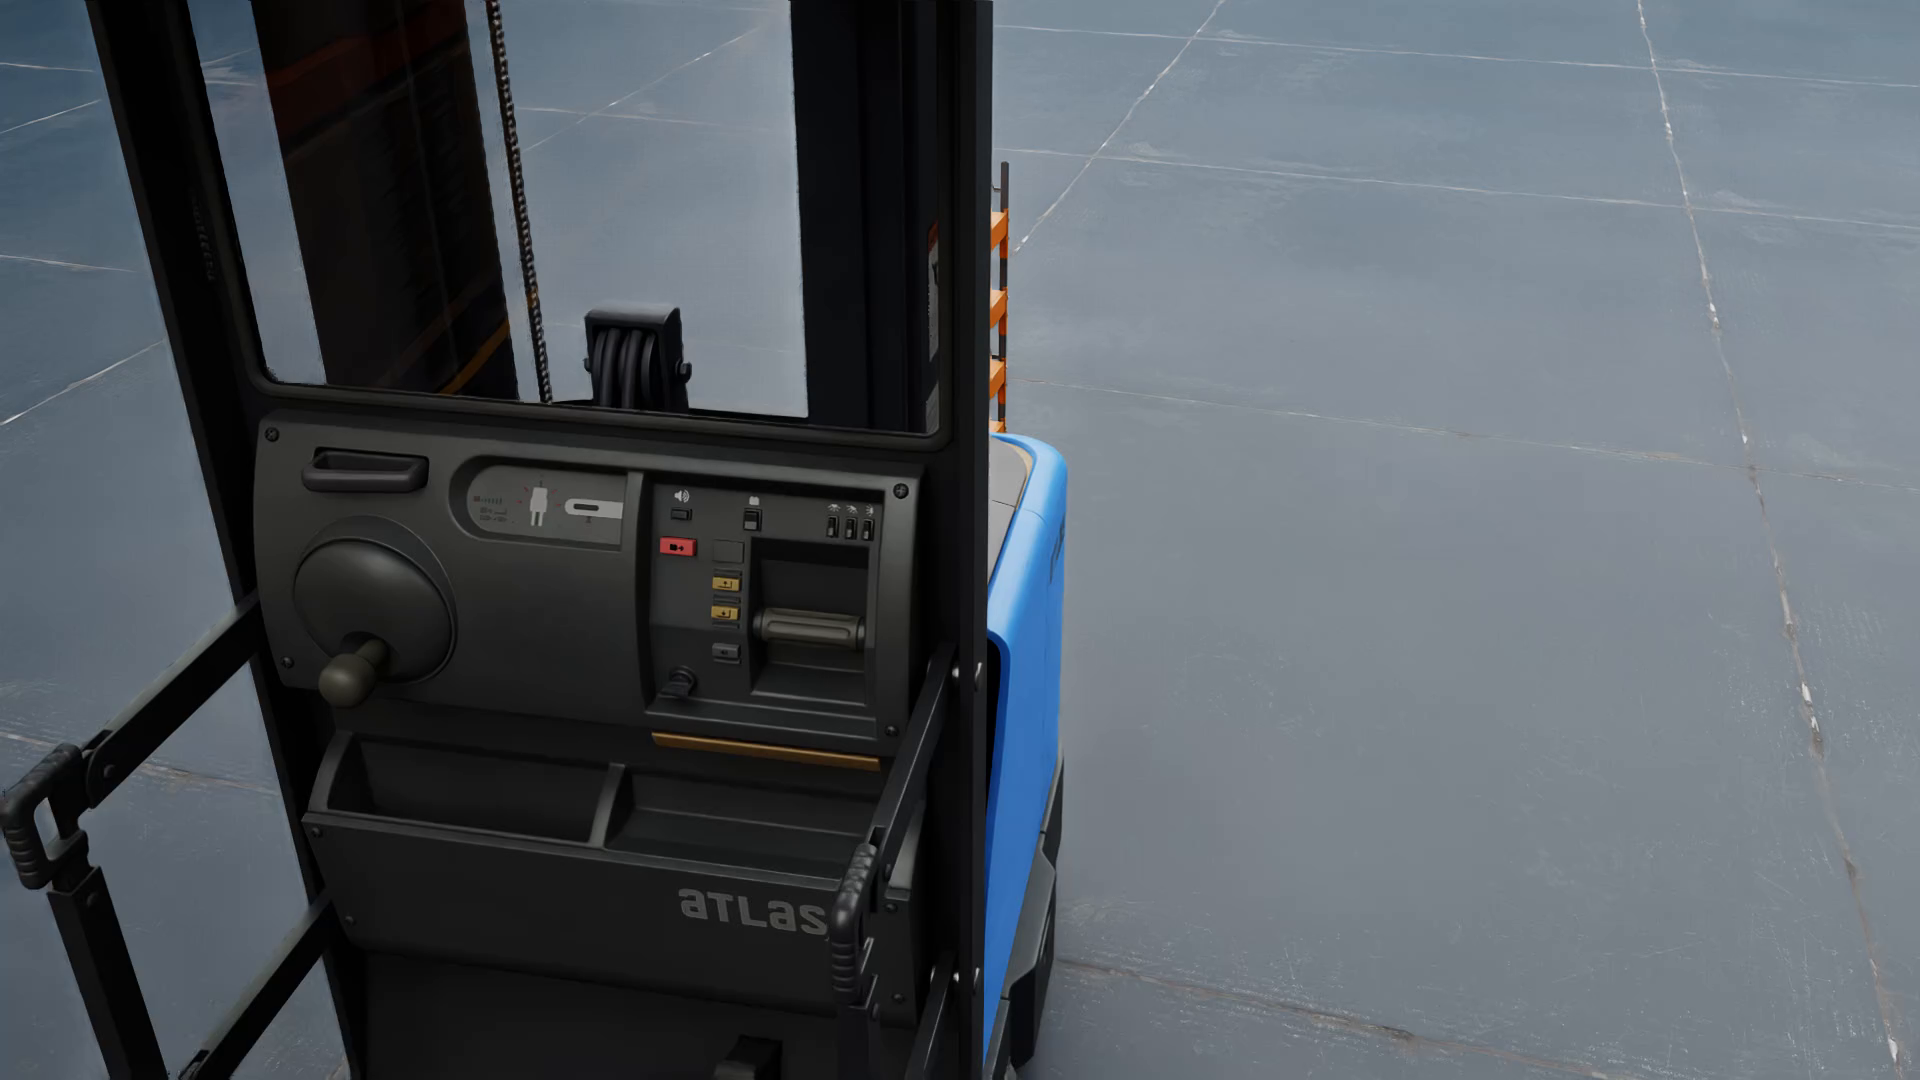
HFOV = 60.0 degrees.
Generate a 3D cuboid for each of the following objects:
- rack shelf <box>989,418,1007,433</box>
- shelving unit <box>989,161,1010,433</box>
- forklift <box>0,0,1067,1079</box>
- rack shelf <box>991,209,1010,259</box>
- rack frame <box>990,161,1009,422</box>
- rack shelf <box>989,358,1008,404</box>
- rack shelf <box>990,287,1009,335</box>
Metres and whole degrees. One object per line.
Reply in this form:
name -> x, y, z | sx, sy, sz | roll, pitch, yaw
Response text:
rack shelf -> -0.049, -0.215, 4.949 | 0.258, 0.148, 0.480 | 8, 30, 15
shelving unit -> -0.049, -0.447, 4.820 | 0.258, 1.200, 0.503 | 8, 30, 15
forklift -> -0.551, 0.102, 2.052 | 1.130, 2.935, 3.031 | 5, 30, 10
rack shelf -> -0.049, -0.791, 4.629 | 0.258, 0.148, 0.480 | 8, 30, 15
rack frame -> 0.023, -0.561, 5.024 | 0.240, 1.200, 0.015 | 8, 30, 15
rack shelf -> -0.049, -0.389, 4.853 | 0.258, 0.148, 0.480 | 8, 30, 15
rack shelf -> -0.049, -0.584, 4.744 | 0.258, 0.148, 0.480 | 8, 30, 15
